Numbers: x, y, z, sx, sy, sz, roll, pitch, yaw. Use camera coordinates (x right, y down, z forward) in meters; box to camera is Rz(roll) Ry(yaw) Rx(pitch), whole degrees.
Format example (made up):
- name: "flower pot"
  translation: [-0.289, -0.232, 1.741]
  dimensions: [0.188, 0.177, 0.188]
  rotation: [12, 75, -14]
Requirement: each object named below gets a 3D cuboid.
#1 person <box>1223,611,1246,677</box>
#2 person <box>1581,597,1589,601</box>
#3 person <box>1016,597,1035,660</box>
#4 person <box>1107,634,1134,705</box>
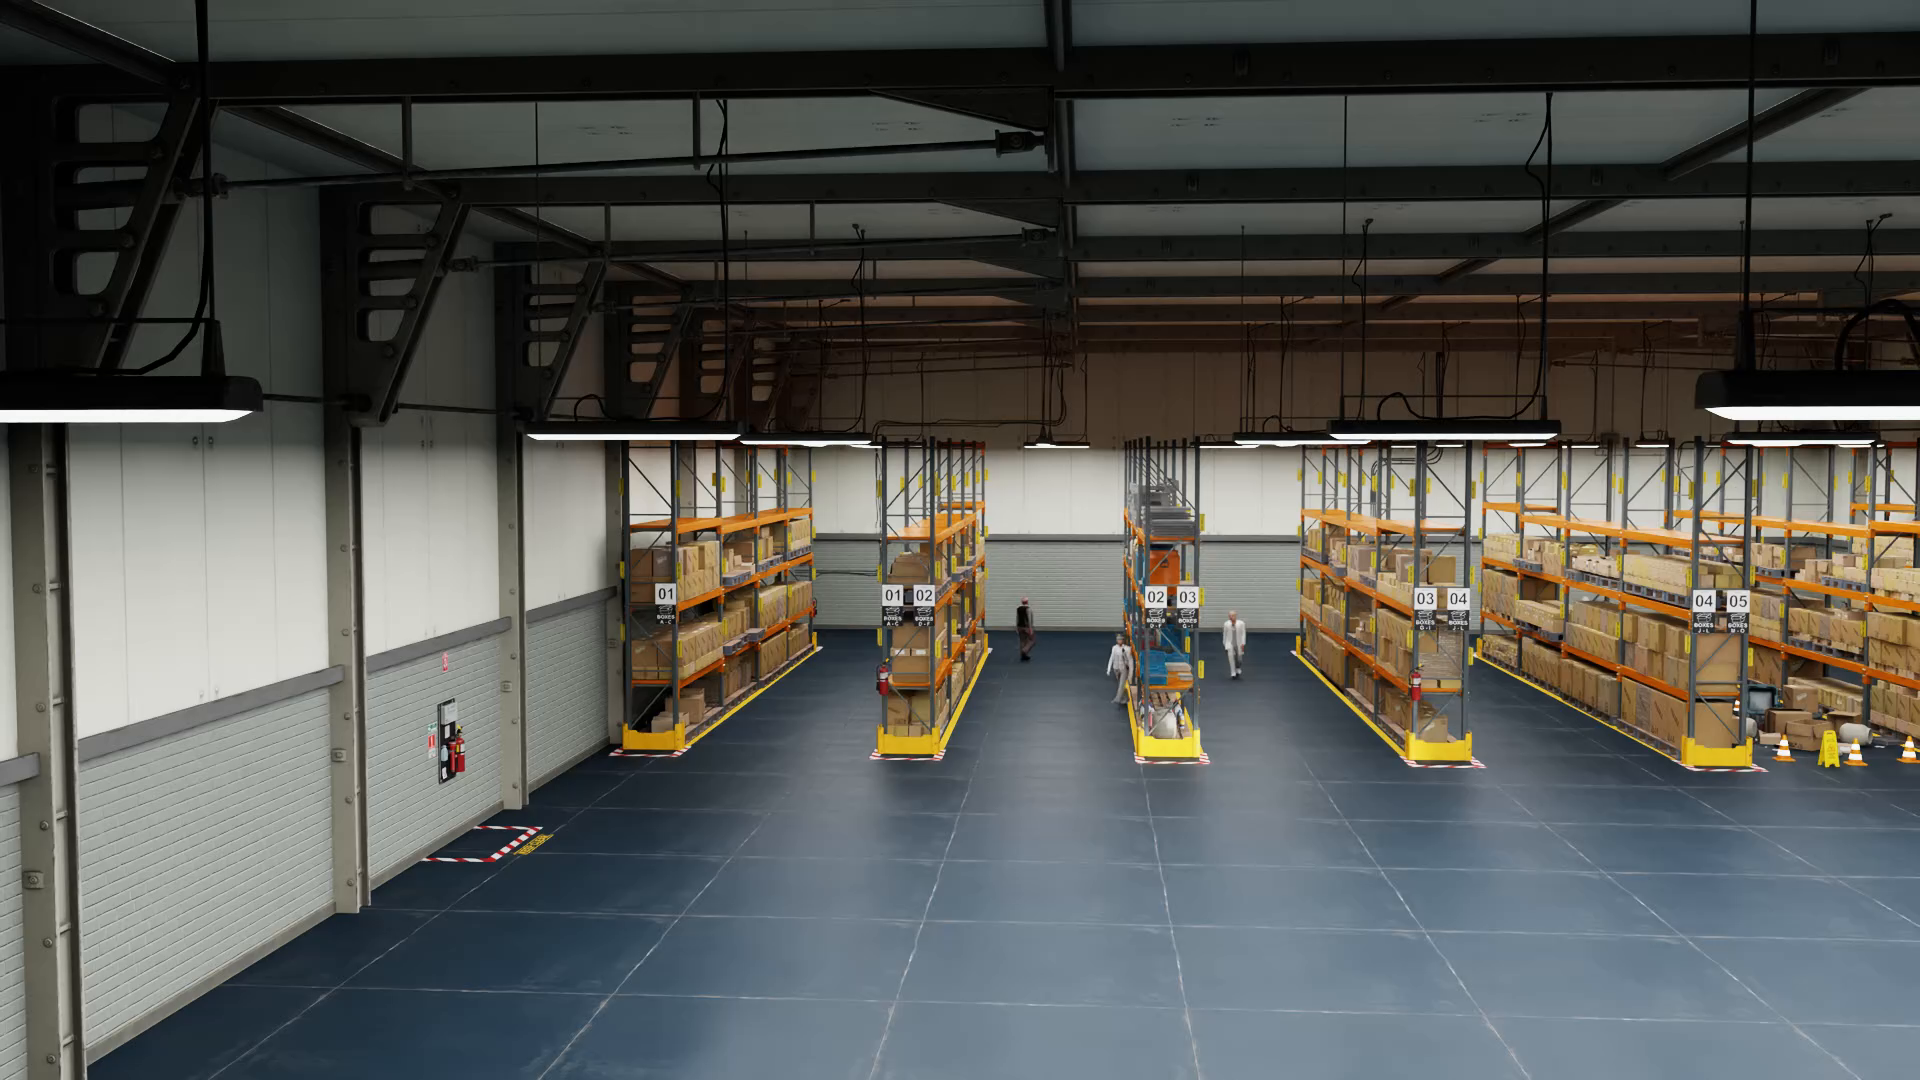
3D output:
- name: "person"
  translation: [6.971, 2.631, 42.276]
  dimensions: [0.574, 1.661, 1.124]
  rotation: [1, 3, 10]
- name: "person"
  translation: [17.088, 2.423, 45.331]
  dimensions: [0.587, 1.777, 0.709]
  rotation: [3, 4, 40]
- name: "person"
  translation: [1.757, 2.428, 45.522]
  dimensions: [0.555, 1.721, 0.481]
  rotation: [2, 4, 37]
- name: "person"
  translation: [3.560, 2.901, 37.246]
  dimensions: [0.514, 1.617, 1.049]
  rotation: [3, 4, 40]
